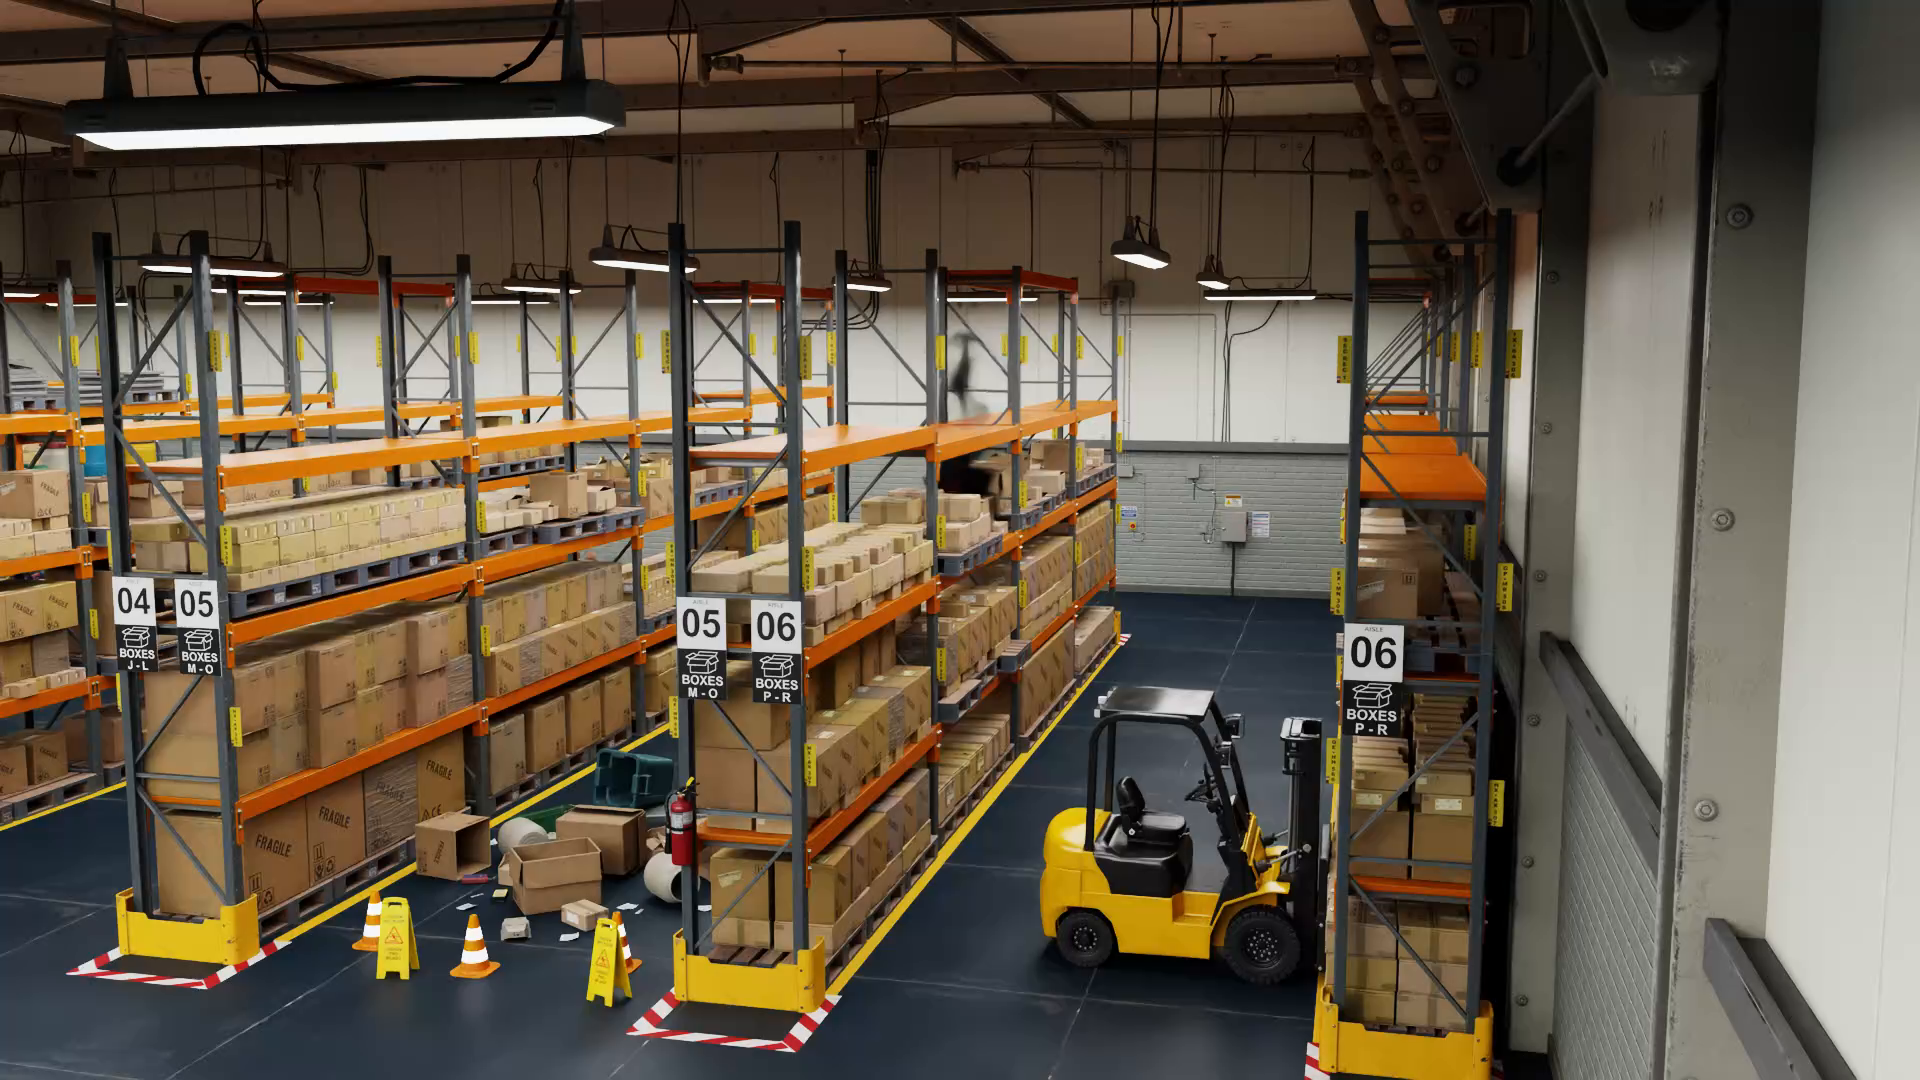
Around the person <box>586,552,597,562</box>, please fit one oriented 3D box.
[{"bbox_3d":[-5.965,1.027,27.328,0.666,1.710,0.904,0,7,3],"label":"person"}]
